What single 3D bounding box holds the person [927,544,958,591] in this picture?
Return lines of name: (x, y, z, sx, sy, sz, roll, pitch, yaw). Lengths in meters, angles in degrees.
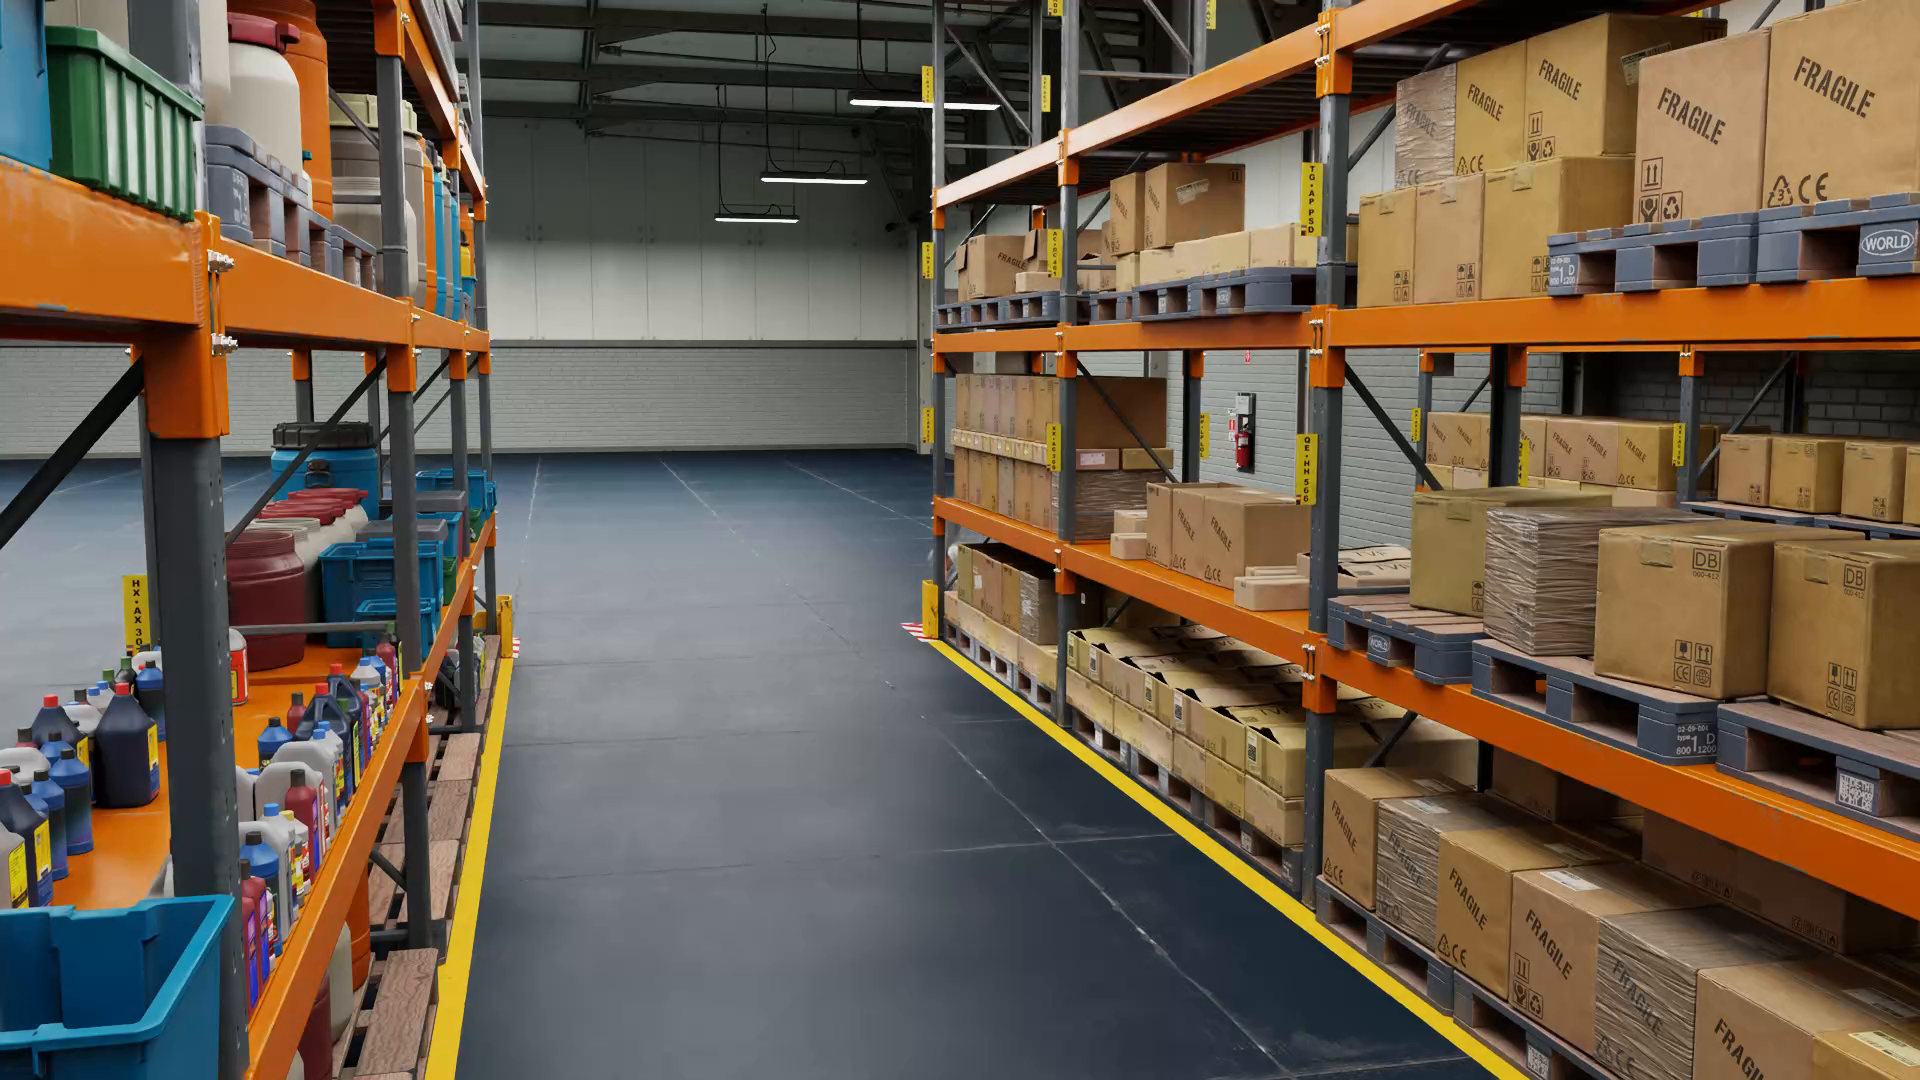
person: (0.073, 0.411, 16.760, 0.934, 0.753, 0.496, -3, 7, -29)
